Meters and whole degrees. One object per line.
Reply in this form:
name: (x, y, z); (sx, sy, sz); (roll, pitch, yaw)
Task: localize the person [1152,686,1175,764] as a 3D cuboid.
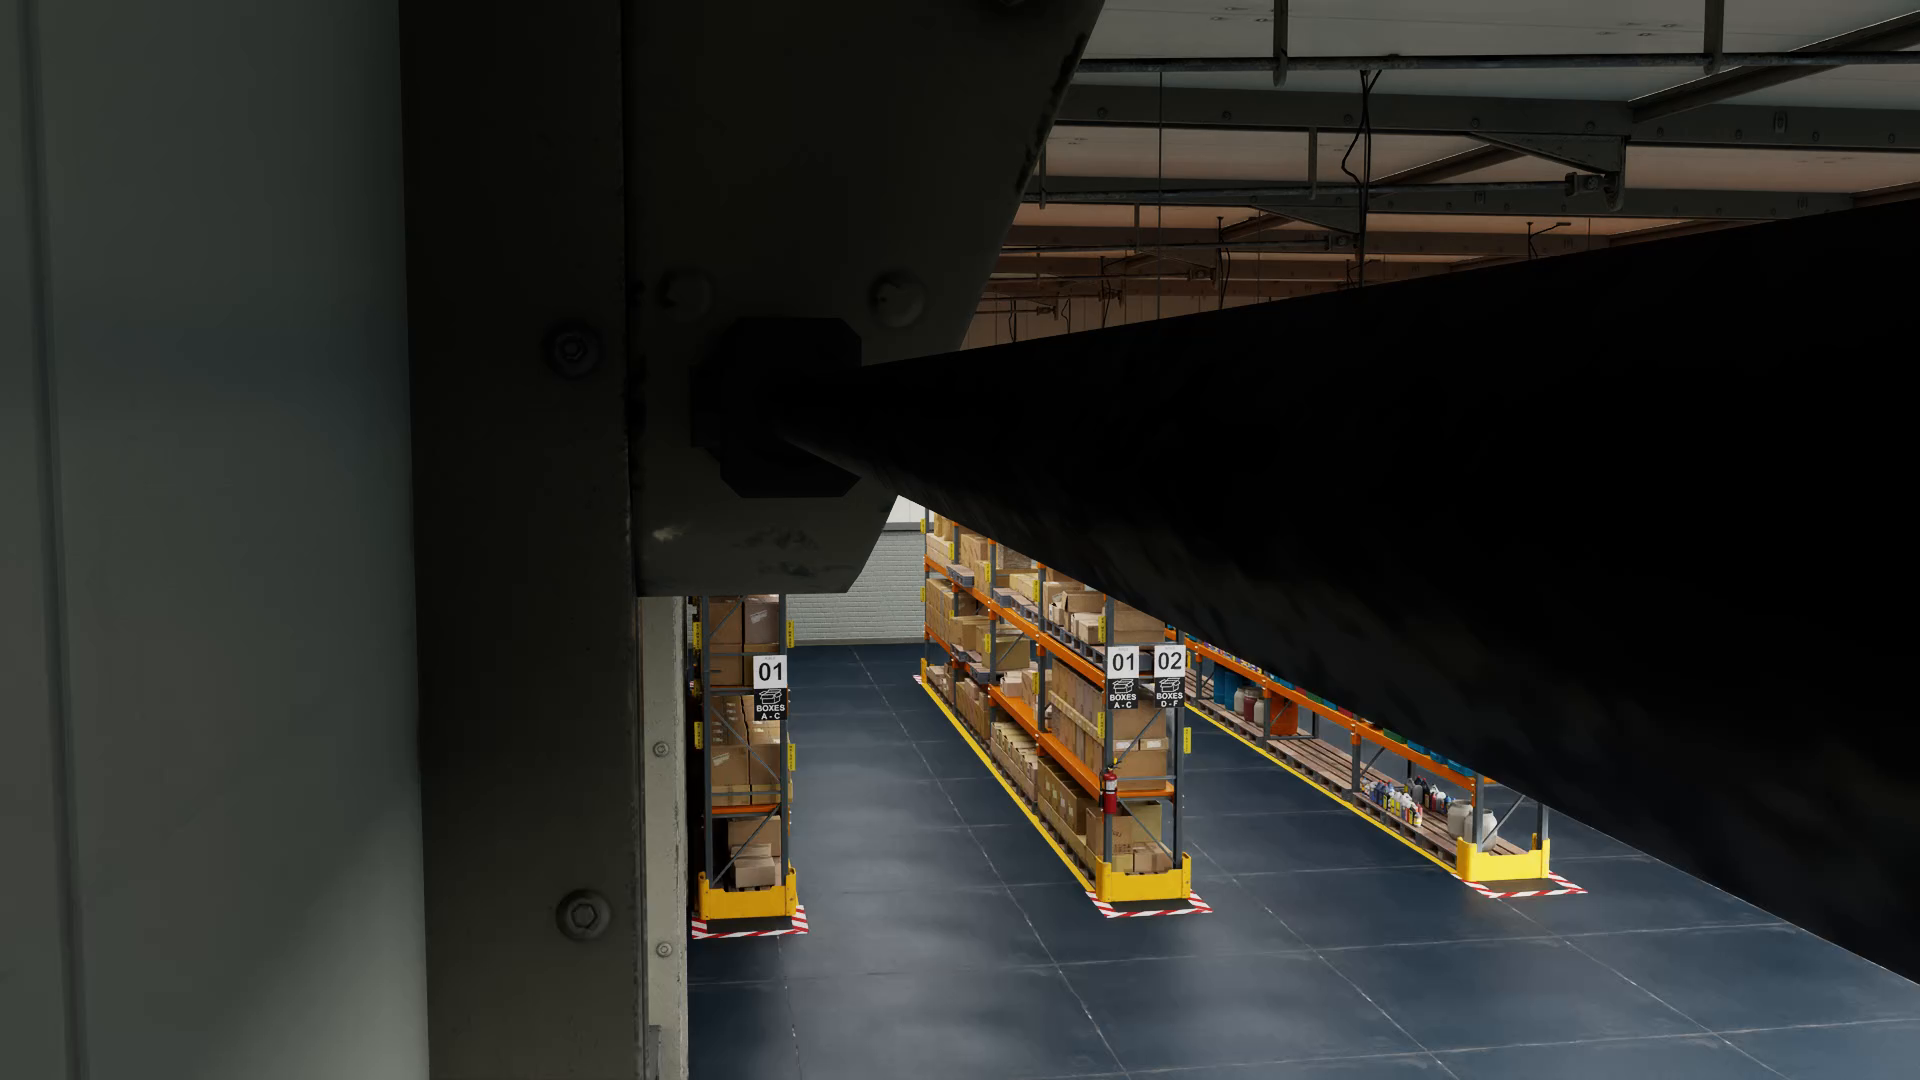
person: (3.497, 3.000, 28.320); (0.562, 1.702, 0.858); (-1, 5, -14)
